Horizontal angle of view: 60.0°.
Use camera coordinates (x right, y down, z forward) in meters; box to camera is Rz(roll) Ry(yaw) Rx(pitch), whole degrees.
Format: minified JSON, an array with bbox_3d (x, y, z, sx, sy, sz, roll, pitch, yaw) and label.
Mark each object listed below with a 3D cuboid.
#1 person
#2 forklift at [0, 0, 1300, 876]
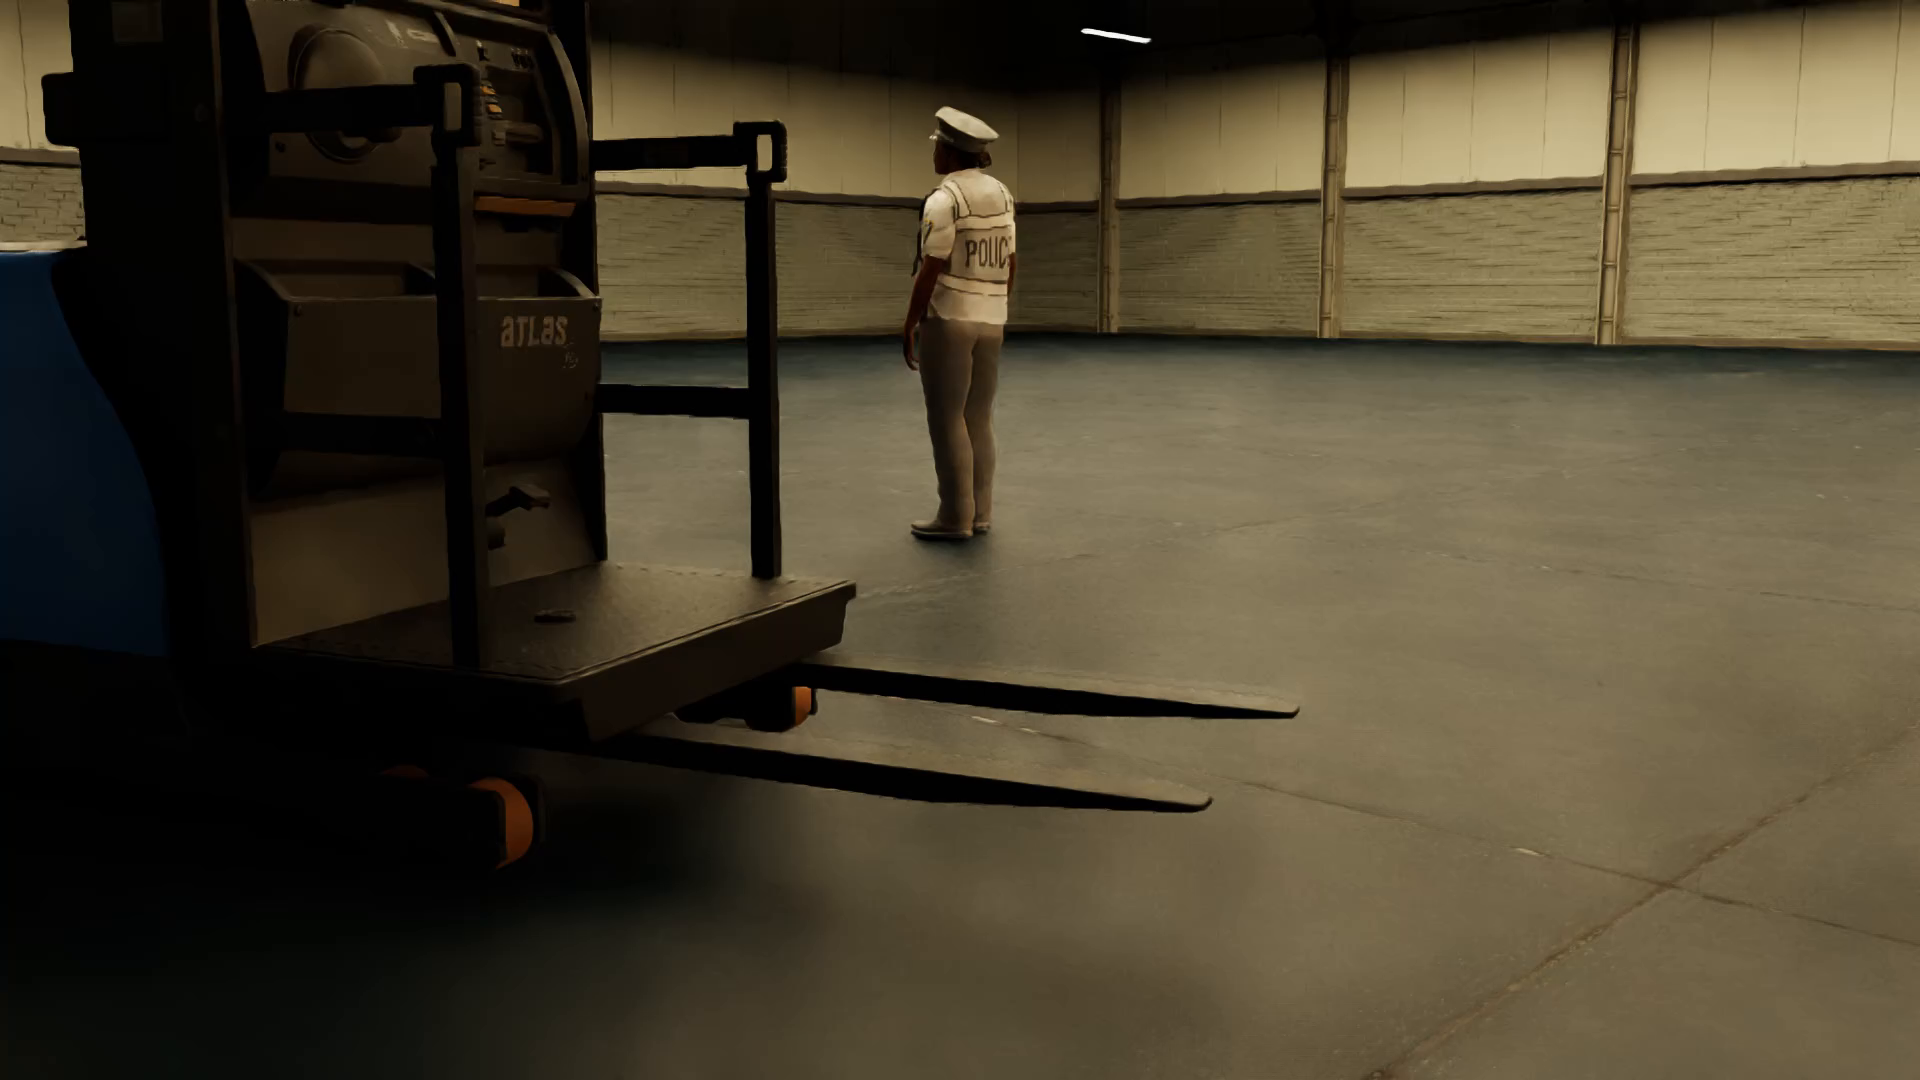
[{"bbox_3d":[-0.040,-0.855,6.656,0.529,1.695,0.570,8,12,43],"label":"person"},{"bbox_3d":[-0.879,-0.960,3.248,3.031,2.935,1.130,4,9,24],"label":"forklift"}]
